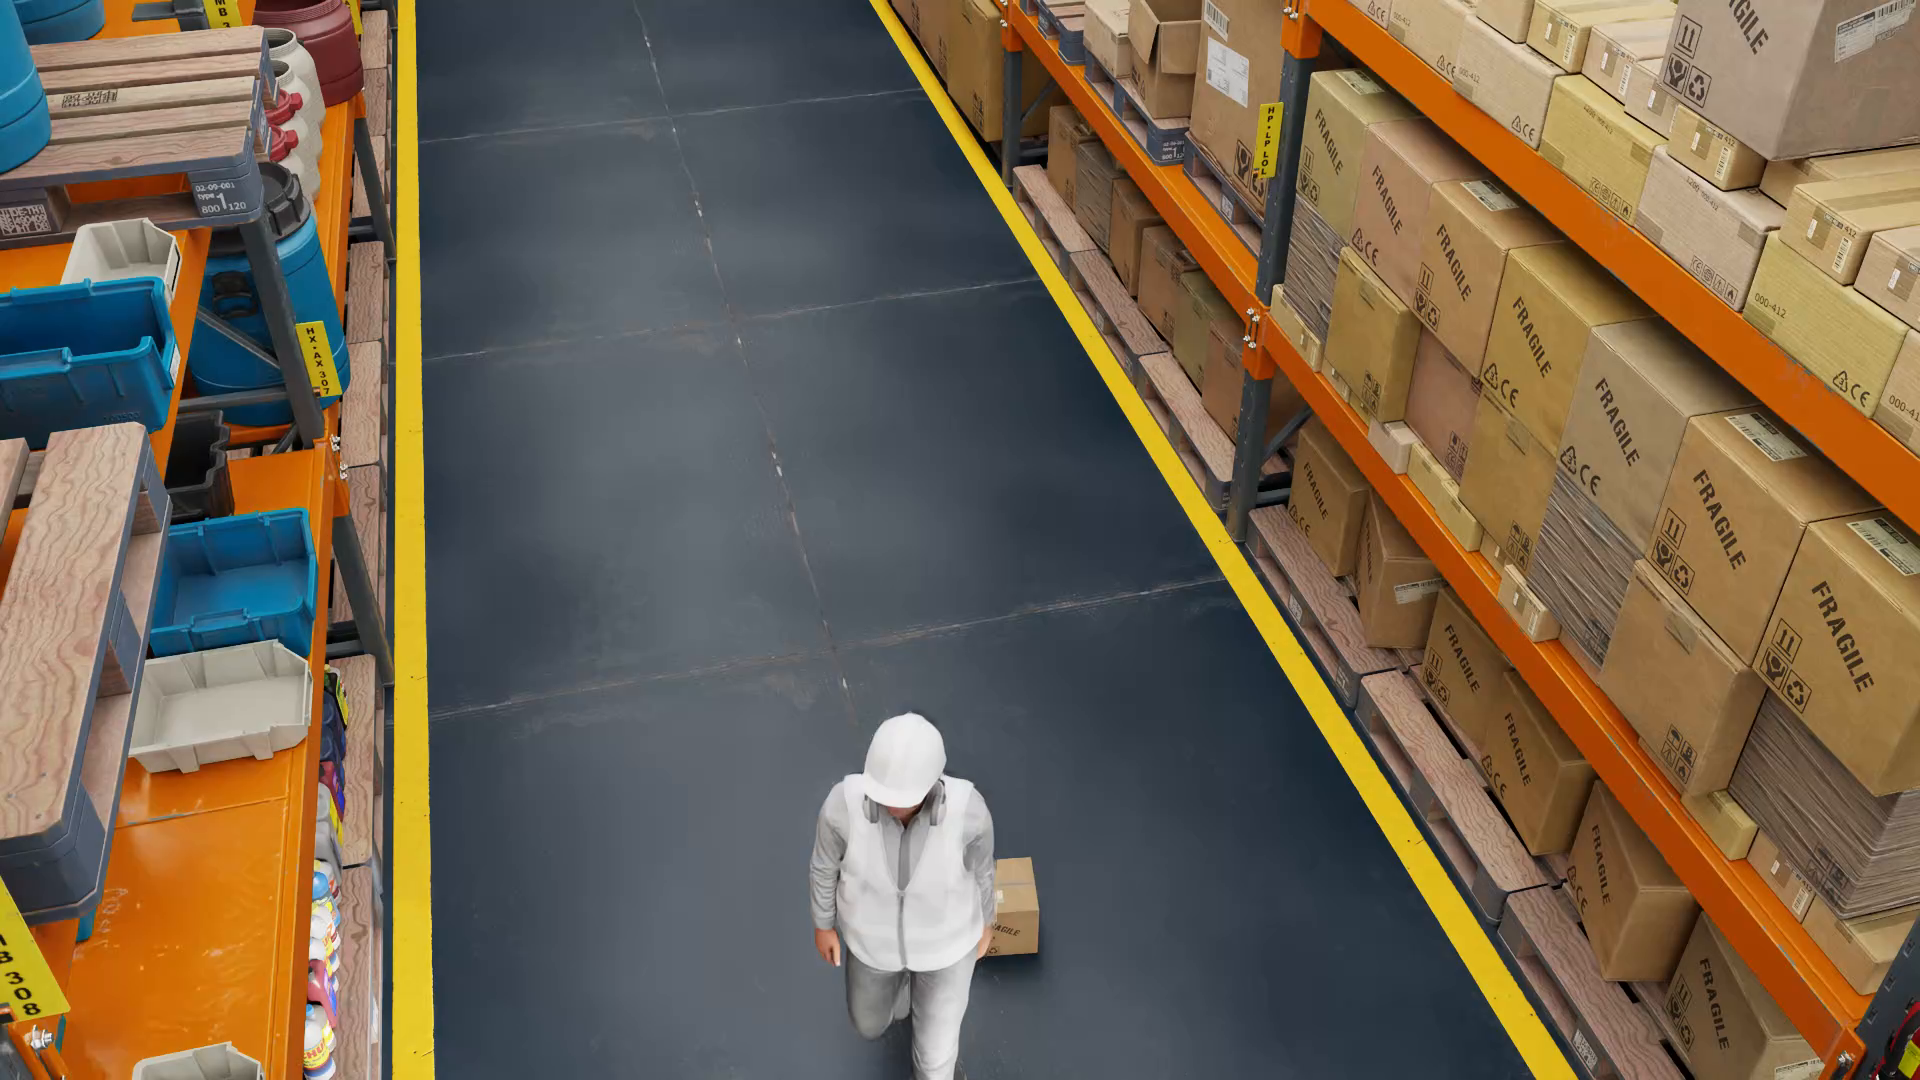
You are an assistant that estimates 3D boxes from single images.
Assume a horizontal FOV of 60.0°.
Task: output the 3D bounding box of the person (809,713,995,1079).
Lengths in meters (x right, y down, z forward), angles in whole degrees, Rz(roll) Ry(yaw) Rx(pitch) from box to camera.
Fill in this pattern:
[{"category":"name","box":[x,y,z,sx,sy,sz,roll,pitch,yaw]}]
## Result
[{"category":"person","box":[-0.174,1.165,5.183,0.567,1.746,0.786,3,38,4]}]
